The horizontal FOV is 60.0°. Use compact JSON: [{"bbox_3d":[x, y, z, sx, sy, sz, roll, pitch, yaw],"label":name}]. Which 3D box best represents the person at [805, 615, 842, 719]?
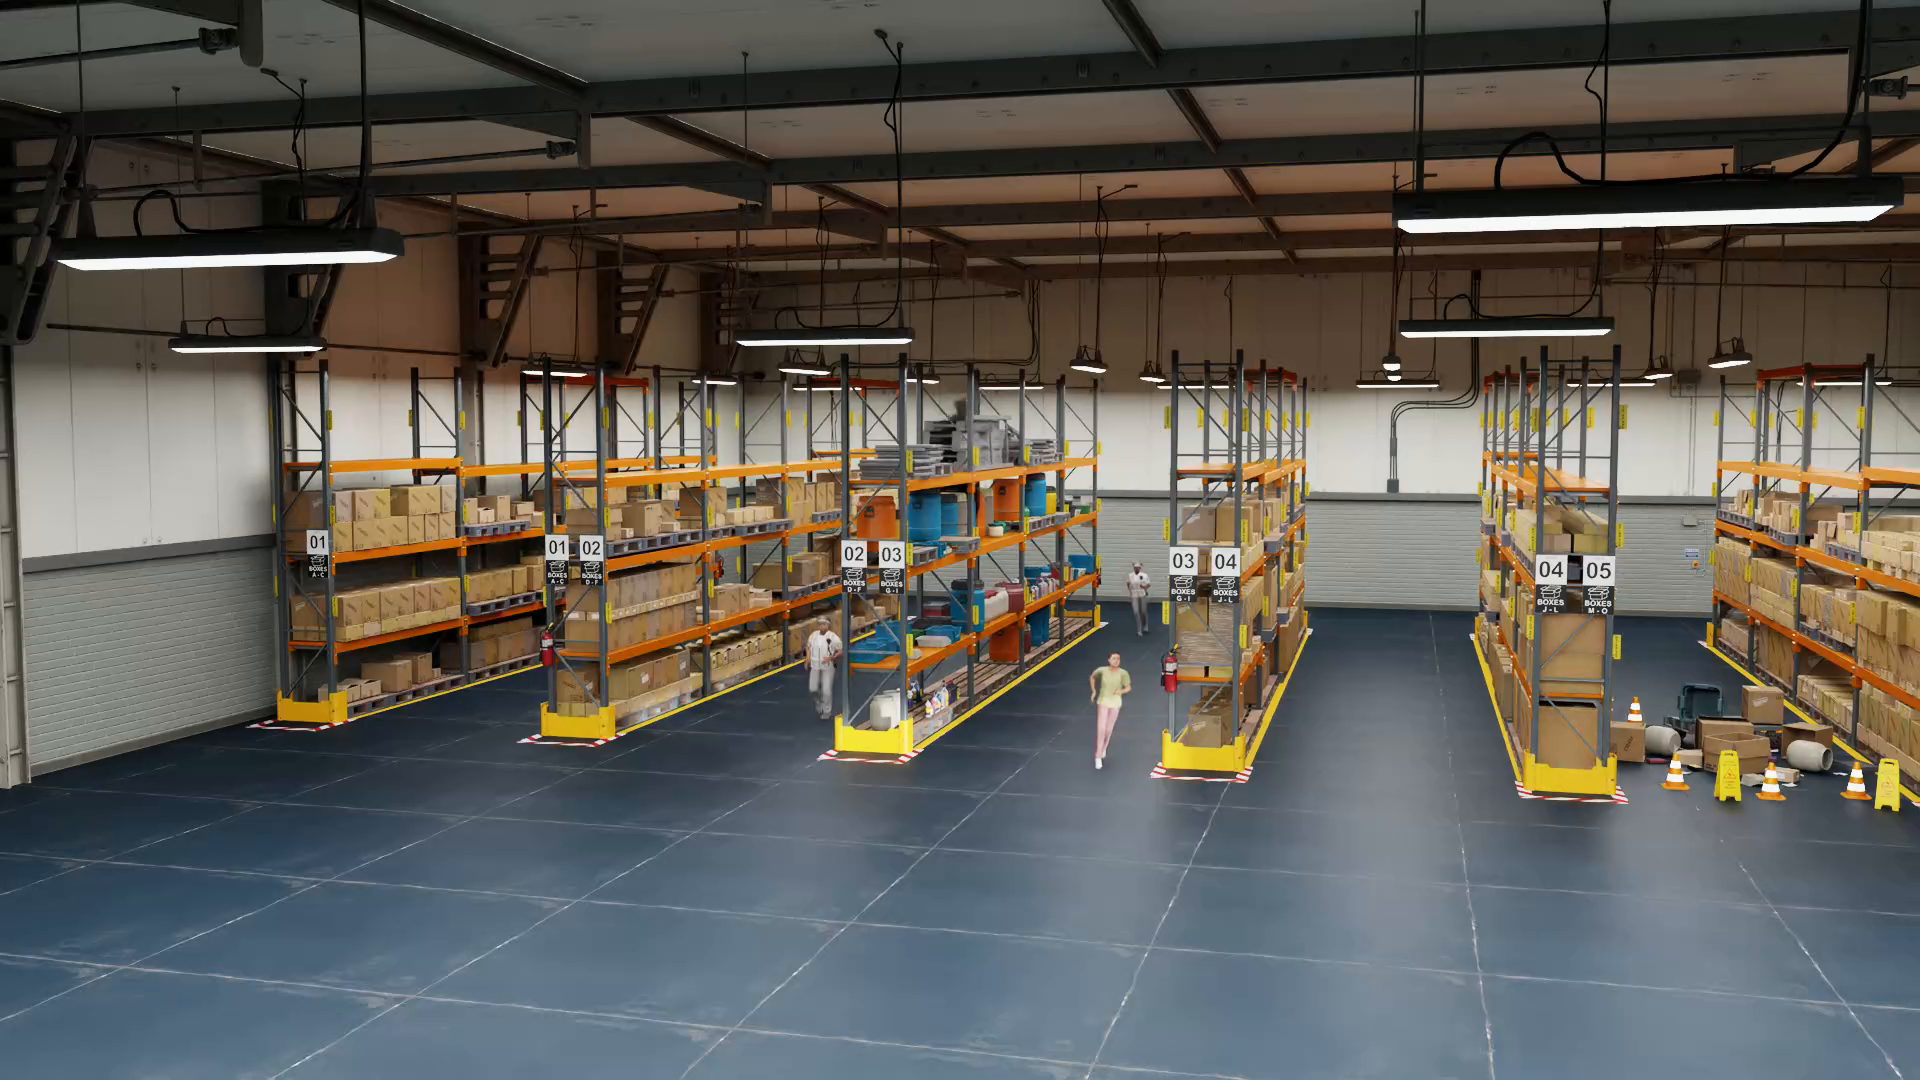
[{"bbox_3d":[-2.312,2.129,27.883,0.665,1.742,0.593,1,4,11],"label":"person"}]

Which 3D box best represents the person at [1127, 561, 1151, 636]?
[{"bbox_3d":[4.188,1.361,38.985,0.581,1.743,0.790,1,4,11],"label":"person"}]

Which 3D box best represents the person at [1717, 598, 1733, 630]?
[{"bbox_3d":[17.500,1.451,38.004,0.533,1.657,0.704,4,6,44],"label":"person"}]

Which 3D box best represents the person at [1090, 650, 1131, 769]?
[{"bbox_3d":[2.199,2.444,24.255,0.581,1.699,0.860,0,4,-1],"label":"person"}]
